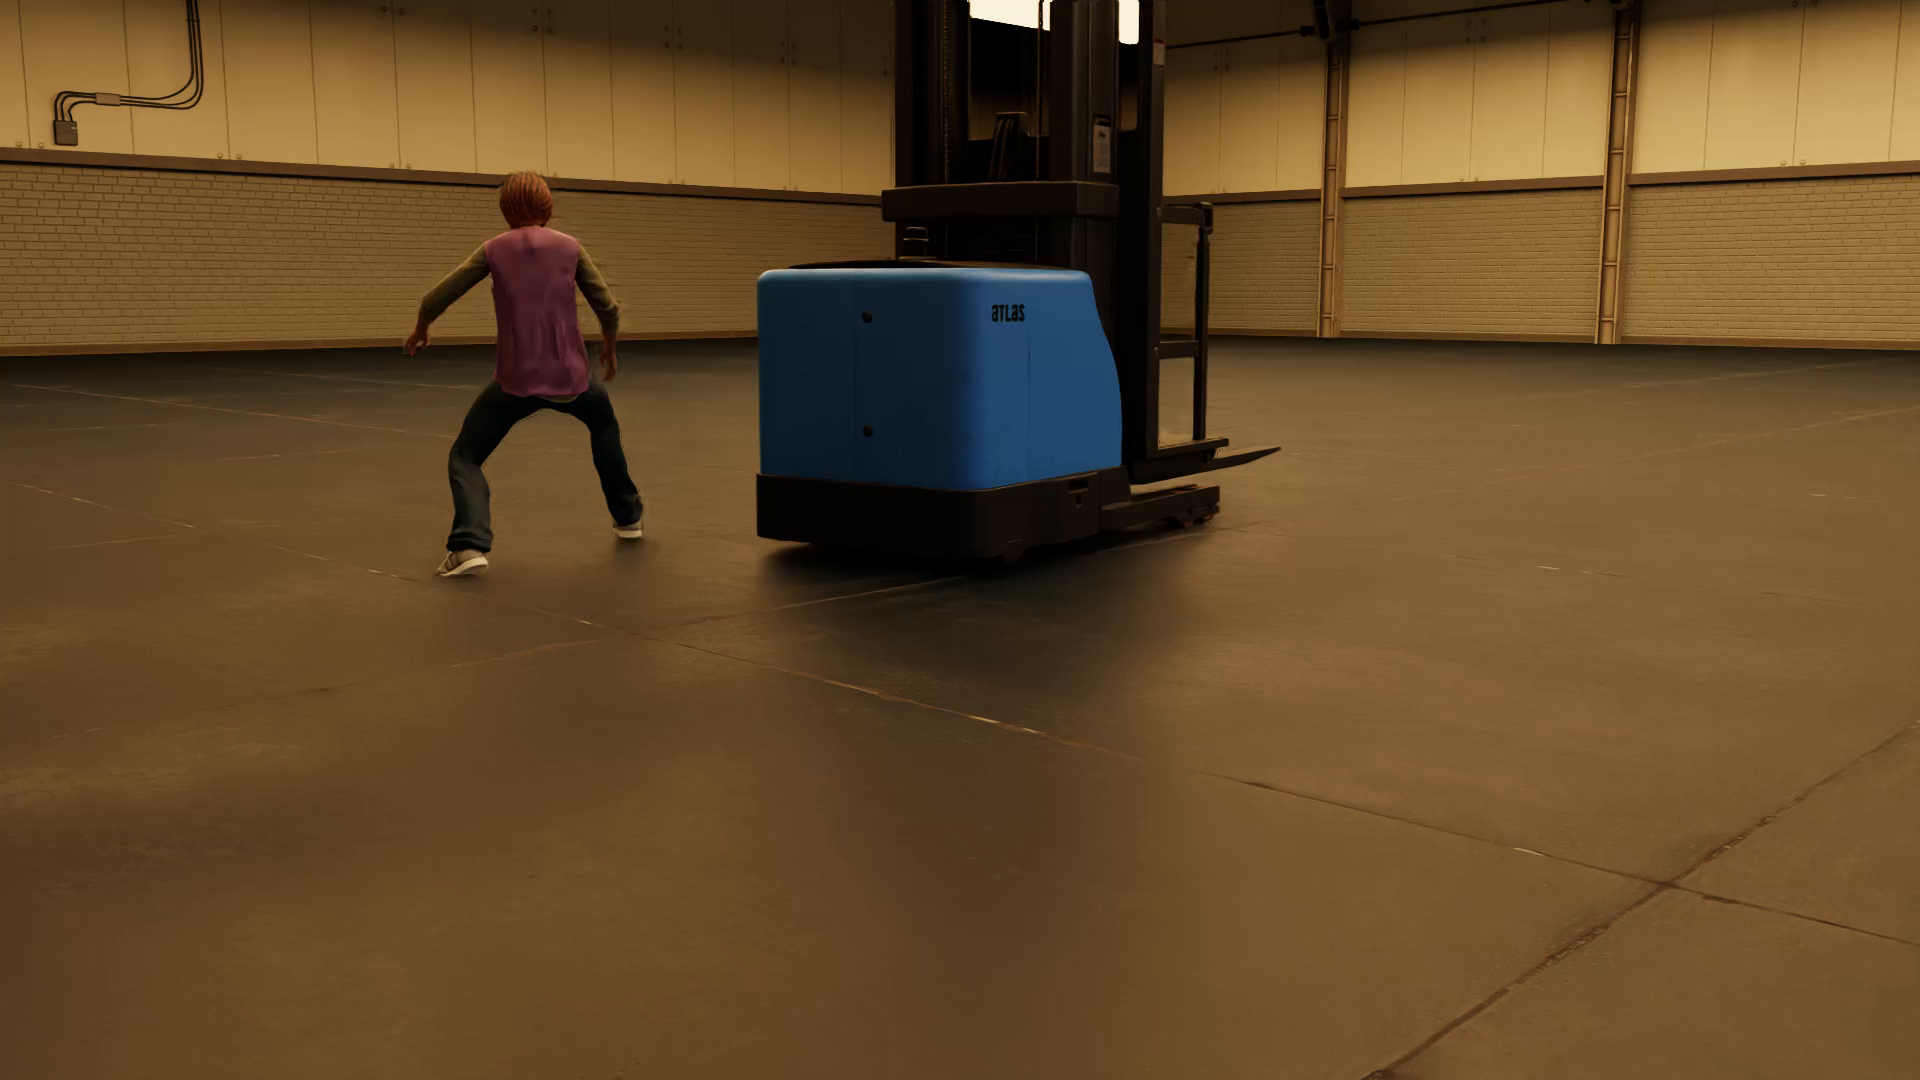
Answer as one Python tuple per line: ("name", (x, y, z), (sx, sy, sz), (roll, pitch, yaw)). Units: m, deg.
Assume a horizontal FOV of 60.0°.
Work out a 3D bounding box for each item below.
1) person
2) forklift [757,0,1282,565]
("person", (-1.603, -0.617, 6.194), (0.871, 1.479, 0.825), (-3, 9, -18))
("forklift", (0.475, -1.535, 7.065), (1.130, 2.935, 3.031), (6, 10, 34))
